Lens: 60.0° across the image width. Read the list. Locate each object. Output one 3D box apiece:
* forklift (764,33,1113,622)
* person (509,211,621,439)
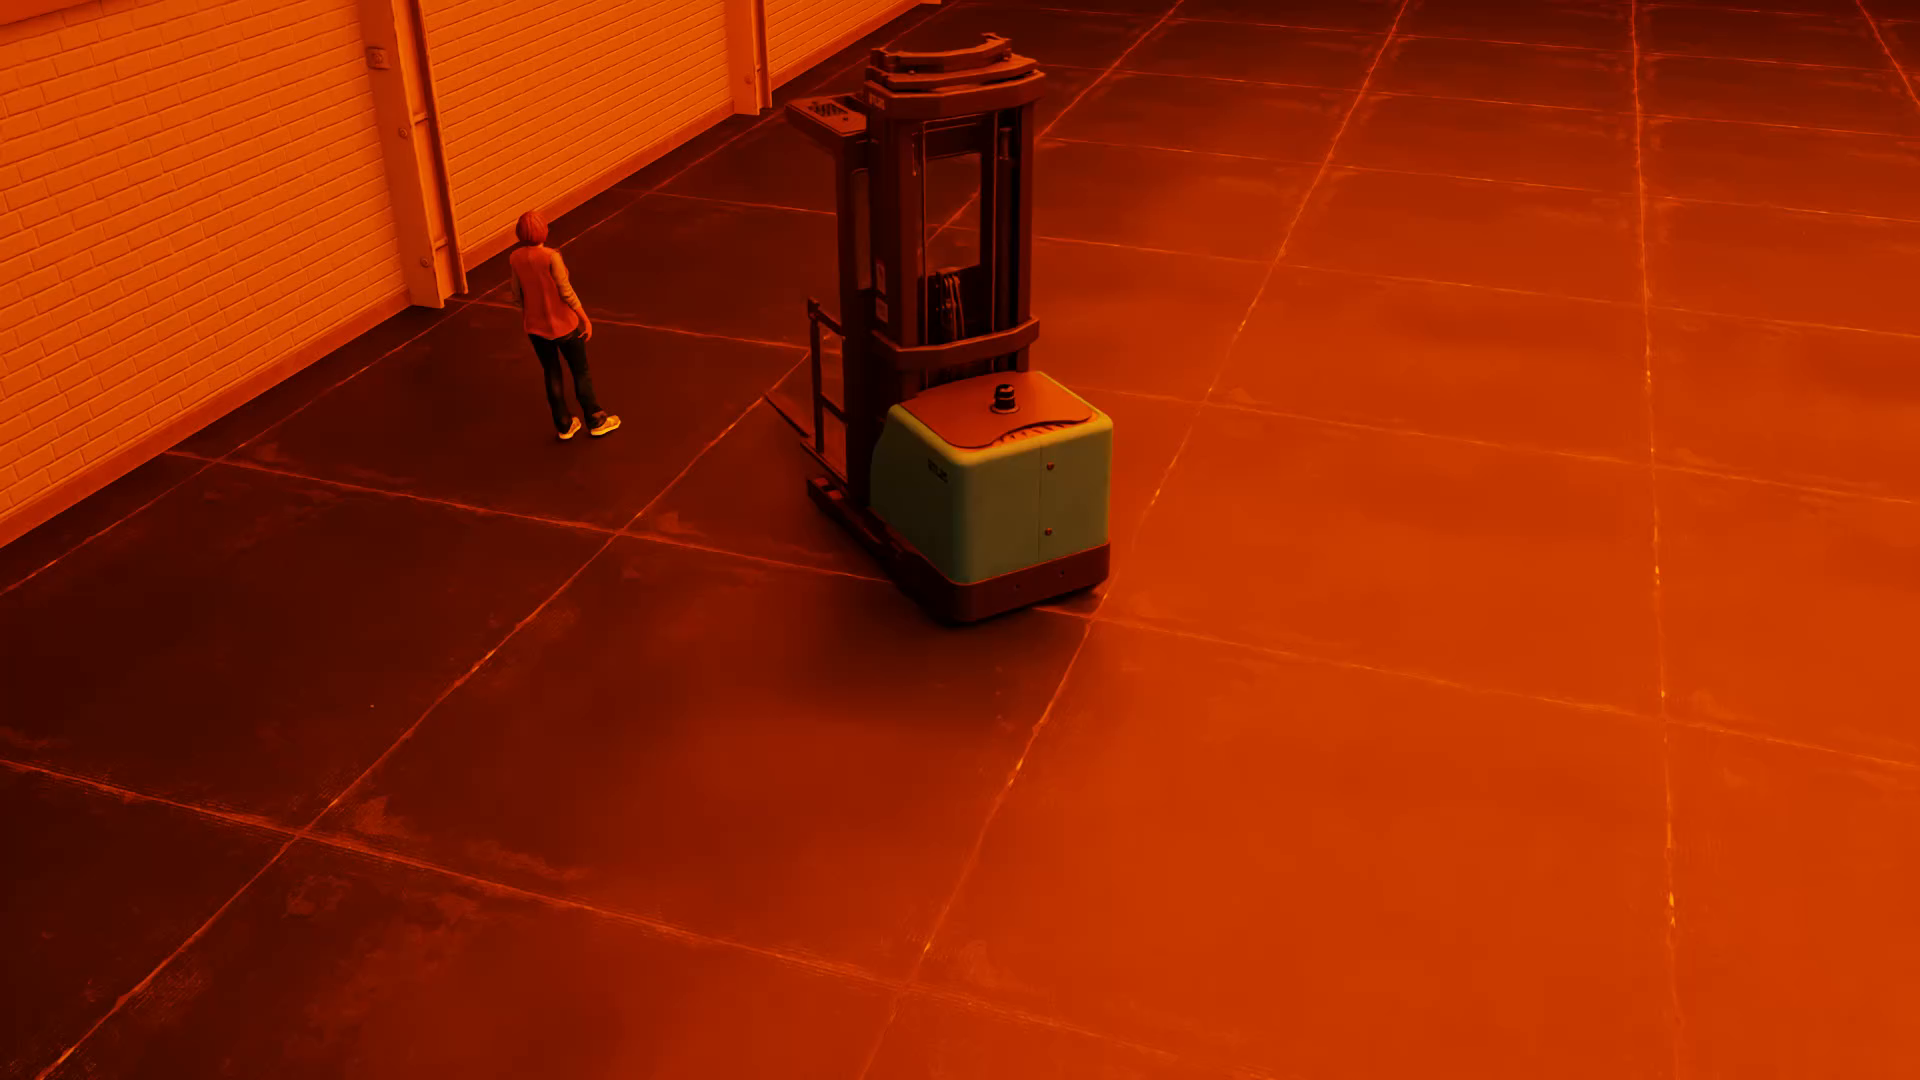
[{"bbox_3d":[-0.308,-1.519,9.800,1.130,2.935,3.031,-16,33,-25],"label":"forklift"},{"bbox_3d":[-2.641,-1.425,10.977,0.517,1.591,0.476,9,31,16],"label":"person"}]
